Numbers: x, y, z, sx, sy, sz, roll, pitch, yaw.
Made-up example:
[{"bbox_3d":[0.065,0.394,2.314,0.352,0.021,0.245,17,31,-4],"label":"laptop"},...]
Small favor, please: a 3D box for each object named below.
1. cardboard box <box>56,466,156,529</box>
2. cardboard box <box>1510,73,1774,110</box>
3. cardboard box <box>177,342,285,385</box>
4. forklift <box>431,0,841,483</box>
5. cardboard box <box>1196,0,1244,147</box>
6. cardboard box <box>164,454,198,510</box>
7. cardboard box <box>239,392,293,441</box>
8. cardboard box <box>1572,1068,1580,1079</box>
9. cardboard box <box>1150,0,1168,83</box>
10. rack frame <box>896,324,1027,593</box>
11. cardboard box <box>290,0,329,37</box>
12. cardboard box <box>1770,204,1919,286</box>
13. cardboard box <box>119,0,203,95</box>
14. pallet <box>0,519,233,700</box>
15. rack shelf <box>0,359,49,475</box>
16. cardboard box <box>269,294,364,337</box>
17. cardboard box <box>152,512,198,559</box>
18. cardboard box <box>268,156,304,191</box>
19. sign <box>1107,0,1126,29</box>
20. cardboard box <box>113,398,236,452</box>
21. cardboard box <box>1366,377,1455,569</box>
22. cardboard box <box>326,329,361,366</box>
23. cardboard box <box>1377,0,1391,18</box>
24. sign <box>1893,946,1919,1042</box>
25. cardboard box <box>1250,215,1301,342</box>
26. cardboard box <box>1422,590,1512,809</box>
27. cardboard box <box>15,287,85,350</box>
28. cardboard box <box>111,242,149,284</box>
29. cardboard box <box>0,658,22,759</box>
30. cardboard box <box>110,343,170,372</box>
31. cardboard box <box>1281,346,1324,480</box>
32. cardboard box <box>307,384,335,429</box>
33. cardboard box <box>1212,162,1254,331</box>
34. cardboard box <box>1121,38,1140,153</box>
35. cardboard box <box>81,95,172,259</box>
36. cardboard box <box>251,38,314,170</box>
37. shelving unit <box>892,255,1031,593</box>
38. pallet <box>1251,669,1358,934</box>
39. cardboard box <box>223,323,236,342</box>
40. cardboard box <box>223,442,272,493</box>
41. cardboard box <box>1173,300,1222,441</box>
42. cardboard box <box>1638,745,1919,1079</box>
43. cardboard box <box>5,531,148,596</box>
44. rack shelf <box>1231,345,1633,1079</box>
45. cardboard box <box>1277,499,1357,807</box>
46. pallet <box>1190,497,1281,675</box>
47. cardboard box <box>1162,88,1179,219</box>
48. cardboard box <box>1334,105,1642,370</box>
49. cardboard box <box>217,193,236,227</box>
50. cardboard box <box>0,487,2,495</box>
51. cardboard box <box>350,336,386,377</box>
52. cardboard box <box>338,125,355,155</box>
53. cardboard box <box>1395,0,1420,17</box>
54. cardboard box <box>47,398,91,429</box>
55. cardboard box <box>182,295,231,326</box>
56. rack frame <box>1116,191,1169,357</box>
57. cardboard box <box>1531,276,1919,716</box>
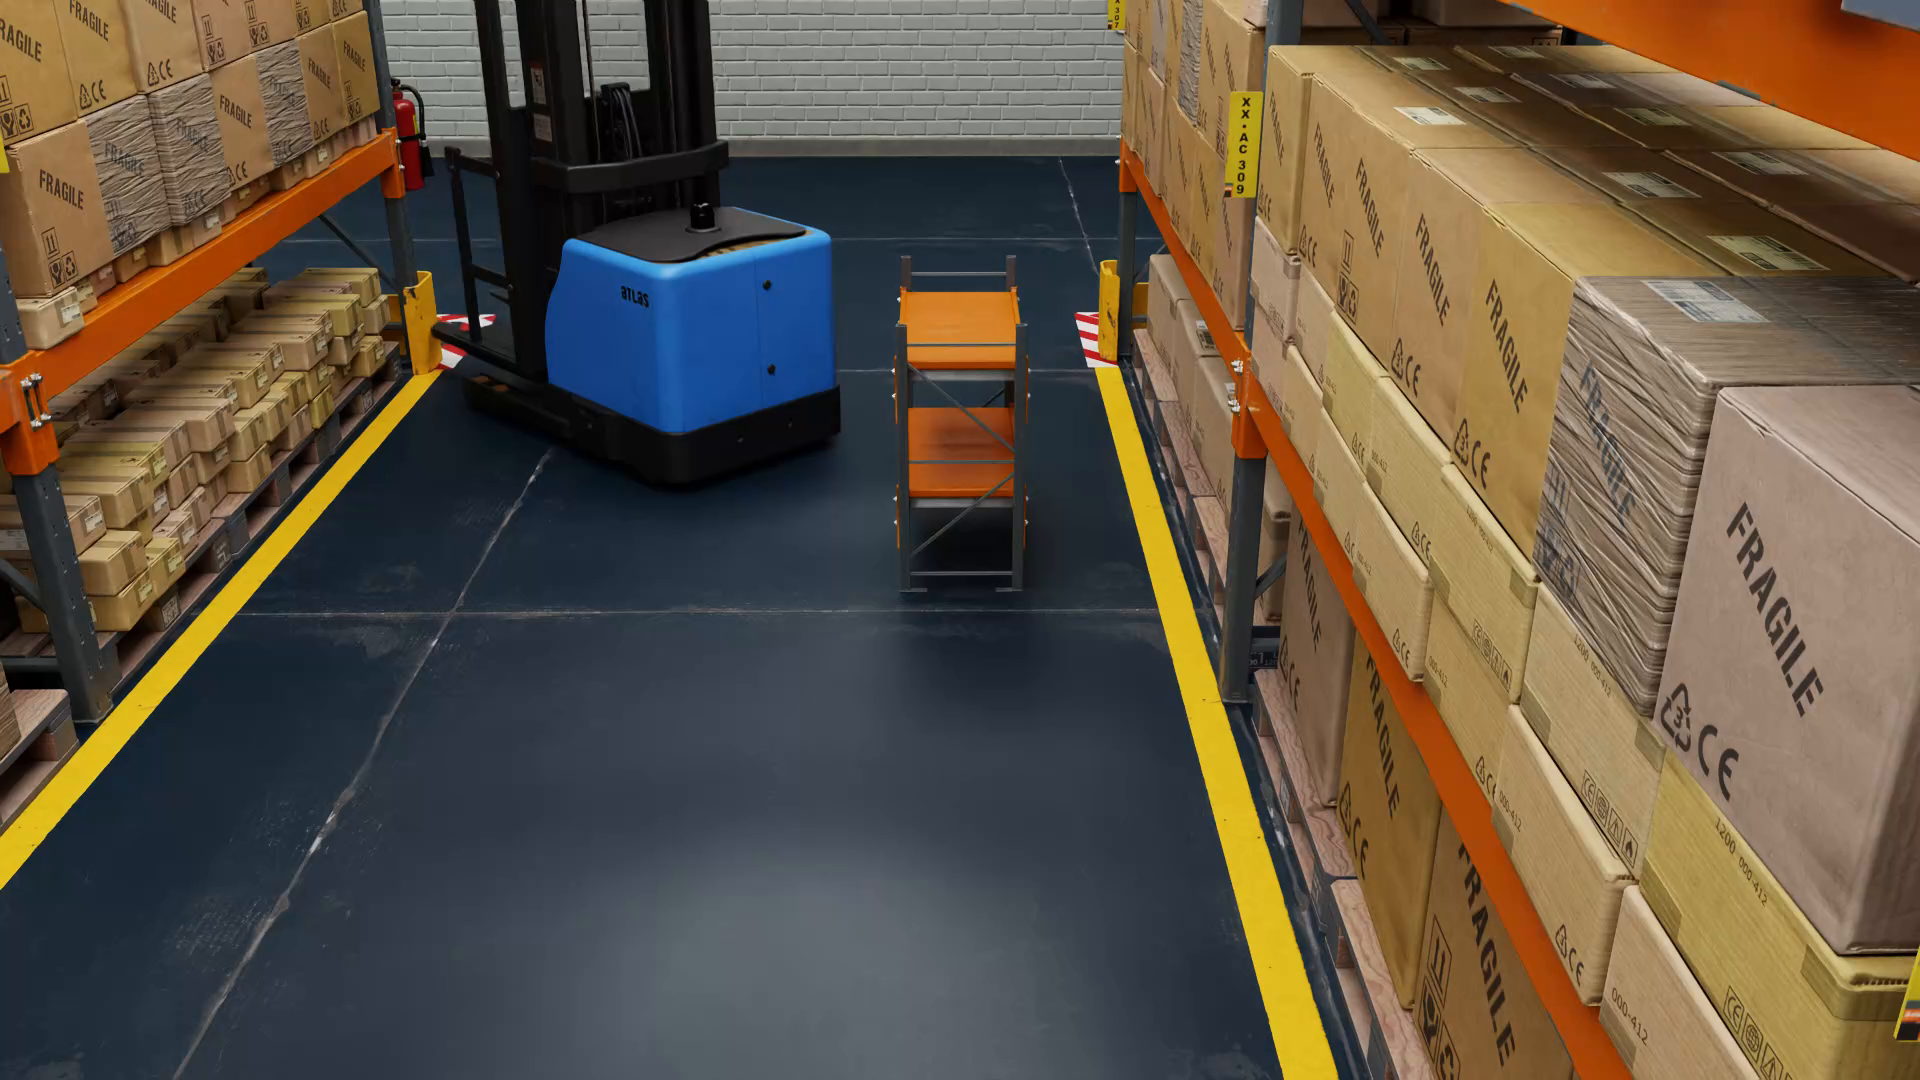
[{"bbox_3d":[-3.251,-0.160,6.191,0.380,0.149,0.250,1,24,2],"label":"cardboard box"},{"bbox_3d":[1.707,-0.908,4.284,0.500,0.500,0.500,0,24,0],"label":"cardboard box"},{"bbox_3d":[-3.330,-0.798,7.602,0.380,0.149,0.250,-1,24,-2],"label":"cardboard box"},{"bbox_3d":[-1.983,-2.110,8.359,1.130,2.935,3.031,-22,32,-40],"label":"forklift"},{"bbox_3d":[1.159,-1.707,6.049,0.500,0.500,0.500,-1,24,-1],"label":"cardboard box"},{"bbox_3d":[-3.326,-0.234,6.715,0.380,0.149,0.250,-1,24,-3],"label":"cardboard box"},{"bbox_3d":[-3.222,-0.553,7.422,0.380,0.149,0.250,0,24,0],"label":"cardboard box"},{"bbox_3d":[1.557,1.337,2.723,0.875,0.875,0.875,0,24,-1],"label":"cardboard box"},{"bbox_3d":[1.141,-2.329,7.424,0.500,0.500,0.500,0,24,-1],"label":"cardboard box"},{"bbox_3d":[0.005,-0.306,6.561,0.500,1.125,0.032,0,24,-1],"label":"rack frame"},{"bbox_3d":[-3.295,-2.628,7.725,0.500,0.500,0.500,-1,24,-2],"label":"cardboard box"},{"bbox_3d":[1.716,-0.278,2.890,0.500,0.500,0.500,0,24,1],"label":"cardboard box"},{"bbox_3d":[-3.267,-1.985,6.302,0.500,0.500,0.500,0,24,0],"label":"cardboard box"},{"bbox_3d":[-3.553,0.254,6.431,1.003,0.211,1.213,0,24,-1],"label":"pallet"},{"bbox_3d":[-3.489,0.412,3.571,1.077,0.370,4.000,0,24,-1],"label":"rack shelf"},{"bbox_3d":[-3.220,-1.124,8.324,0.380,0.149,0.250,-1,24,-2],"label":"cardboard box"},{"bbox_3d":[-3.251,0.005,6.549,0.380,0.149,0.250,0,24,-1],"label":"cardboard box"},{"bbox_3d":[-3.285,-1.721,7.719,0.380,0.149,0.250,-1,24,-3],"label":"cardboard box"},{"bbox_3d":[0.840,-2.882,8.836,0.100,0.325,0.005,0,24,-1],"label":"sign"},{"bbox_3d":[-3.250,-0.476,6.891,0.380,0.149,0.250,0,24,1],"label":"cardboard box"},{"bbox_3d":[1.181,-0.149,3.515,0.500,0.250,0.500,-1,24,-2],"label":"cardboard box"},{"bbox_3d":[-3.255,-0.985,8.378,0.380,0.149,0.250,-1,24,-3],"label":"cardboard box"},{"bbox_3d":[1.222,-1.835,5.545,0.380,0.149,0.250,0,24,1],"label":"cardboard box"},{"bbox_3d":[0.927,0.321,1.495,0.100,0.325,0.005,0,24,-1],"label":"sign"},{"bbox_3d":[1.161,-0.780,4.911,0.500,0.250,0.500,-1,24,-2],"label":"cardboard box"},{"bbox_3d":[1.206,0.288,3.155,0.500,0.250,0.500,0,24,-1],"label":"cardboard box"},{"bbox_3d":[-3.186,-0.743,5.558,0.380,0.149,0.250,1,24,1],"label":"cardboard box"},{"bbox_3d":[-3.316,-1.071,6.283,0.380,0.149,0.250,-1,24,-3],"label":"cardboard box"},{"bbox_3d":[-3.250,0.512,5.002,0.500,0.500,0.500,-1,24,-2],"label":"cardboard box"},{"bbox_3d":[-3.854,-0.792,7.588,0.380,0.149,0.250,0,24,0],"label":"cardboard box"},{"bbox_3d":[1.186,-0.339,4.542,0.500,0.250,0.500,-1,24,-2],"label":"cardboard box"},{"bbox_3d":[-3.238,-0.643,7.981,0.380,0.149,0.250,-1,24,-3],"label":"cardboard box"},{"bbox_3d":[1.178,-1.039,5.786,0.500,0.500,0.500,0,24,0],"label":"cardboard box"},{"bbox_3d":[1.113,-2.298,8.570,0.500,0.500,0.500,0,24,-1],"label":"cardboard box"},{"bbox_3d":[-3.276,-1.330,6.068,0.500,0.500,0.500,0,24,-1],"label":"cardboard box"},{"bbox_3d":[-3.276,-1.964,7.470,0.500,0.500,0.500,0,24,0],"label":"cardboard box"},{"bbox_3d":[0.000,-0.515,7.024,0.538,1.125,1.048,0,24,-1],"label":"shelving unit"},{"bbox_3d":[1.522,0.785,5.259,1.003,0.211,1.213,0,24,-1],"label":"pallet"},{"bbox_3d":[-3.767,-0.985,8.377,0.380,0.149,0.250,0,24,0],"label":"cardboard box"},{"bbox_3d":[-3.248,-0.318,7.263,0.380,0.149,0.250,-1,24,-2],"label":"cardboard box"},{"bbox_3d":[1.520,-0.827,8.038,0.875,0.438,0.875,0,24,1],"label":"cardboard box"},{"bbox_3d":[1.222,0.487,2.109,0.500,0.250,0.500,0,24,-1],"label":"cardboard box"},{"bbox_3d":[-3.194,0.082,6.018,0.380,0.149,0.250,1,24,2],"label":"cardboard box"},{"bbox_3d":[1.460,0.348,3.712,1.077,0.370,4.000,0,24,-1],"label":"rack shelf"},{"bbox_3d":[1.525,0.228,5.174,0.875,0.875,0.875,0,24,1],"label":"cardboard box"},{"bbox_3d":[1.508,0.153,6.655,1.003,0.211,1.213,0,24,-1],"label":"pallet"},{"bbox_3d":[1.156,-1.674,7.190,0.500,0.500,0.500,1,24,1],"label":"cardboard box"},{"bbox_3d":[1.192,-0.706,3.836,0.500,0.500,0.500,-1,24,-2],"label":"cardboard box"},{"bbox_3d":[-3.299,-1.396,7.001,0.380,0.149,0.250,1,24,1],"label":"cardboard box"},{"bbox_3d":[-3.817,-0.154,6.177,0.380,0.149,0.250,0,24,0],"label":"cardboard box"},{"bbox_3d":[-3.236,-0.959,8.680,0.380,0.149,0.250,0,24,1],"label":"cardboard box"},{"bbox_3d":[-3.303,-2.038,8.420,0.380,0.149,0.250,0,24,-1],"label":"cardboard box"},{"bbox_3d":[1.675,-1.837,5.550,0.380,0.149,0.250,0,24,0],"label":"cardboard box"},{"bbox_3d":[-3.847,-0.475,6.887,0.380,0.149,0.250,-1,24,-3],"label":"cardboard box"},{"bbox_3d":[-3.890,-1.116,8.306,0.380,0.149,0.250,0,24,-1],"label":"cardboard box"},{"bbox_3d":[1.395,-2.452,9.031,1.000,3.000,0.127,0,24,-1],"label":"rack frame"},{"bbox_3d":[1.201,-0.080,2.451,0.500,0.500,0.500,0,24,0],"label":"cardboard box"}]
